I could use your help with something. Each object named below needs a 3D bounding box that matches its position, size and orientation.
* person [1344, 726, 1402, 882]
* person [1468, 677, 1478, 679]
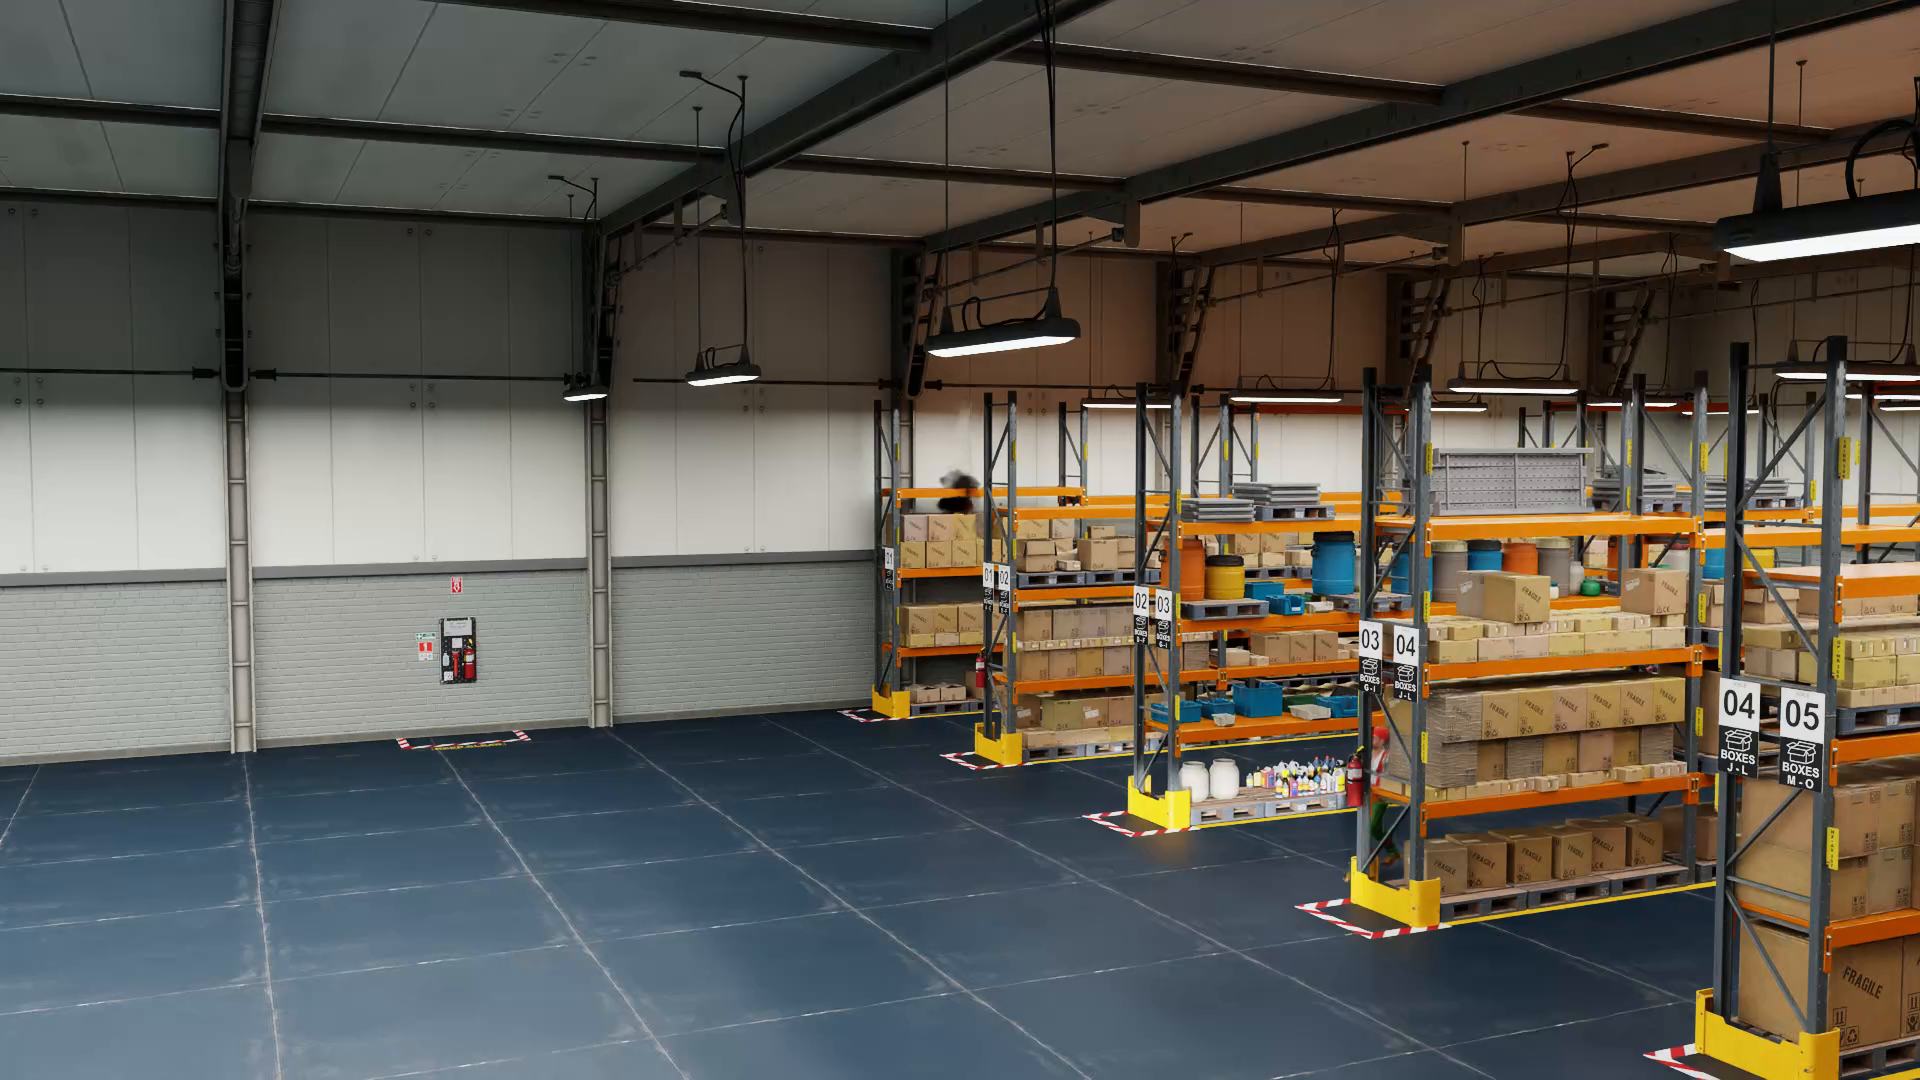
[{"bbox_3d":[4.934,3.116,19.805,0.977,1.790,0.671,-2,4,-24],"label":"person"},{"bbox_3d":[8.698,2.690,27.984,0.984,1.727,0.686,-2,4,-34],"label":"person"}]
